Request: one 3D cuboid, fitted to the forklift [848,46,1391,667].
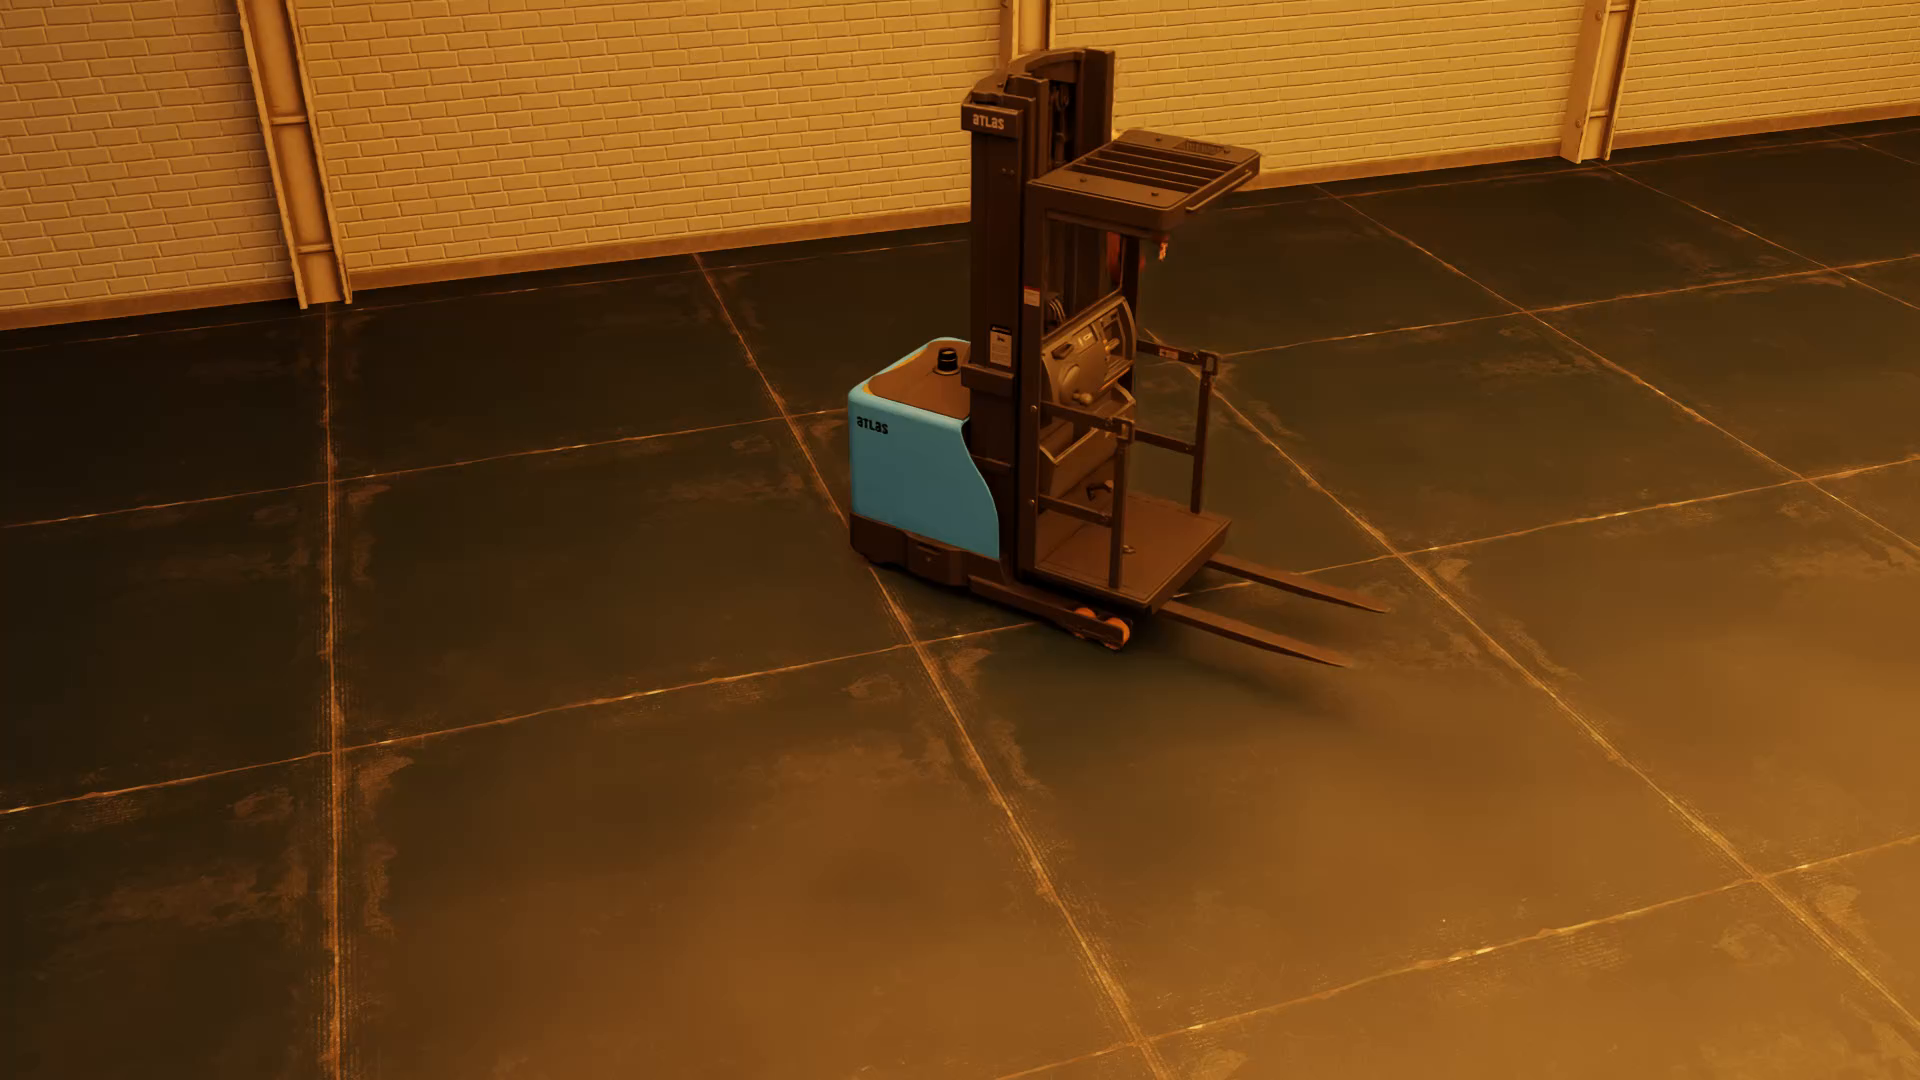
[{"bbox_3d":[0.867,-0.983,8.796,3.031,2.935,1.130,18,34,28],"label":"forklift"}]

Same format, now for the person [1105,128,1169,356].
[{"bbox_3d":[1.030,-2.082,11.931,0.917,1.792,0.486,5,30,8],"label":"person"}]
